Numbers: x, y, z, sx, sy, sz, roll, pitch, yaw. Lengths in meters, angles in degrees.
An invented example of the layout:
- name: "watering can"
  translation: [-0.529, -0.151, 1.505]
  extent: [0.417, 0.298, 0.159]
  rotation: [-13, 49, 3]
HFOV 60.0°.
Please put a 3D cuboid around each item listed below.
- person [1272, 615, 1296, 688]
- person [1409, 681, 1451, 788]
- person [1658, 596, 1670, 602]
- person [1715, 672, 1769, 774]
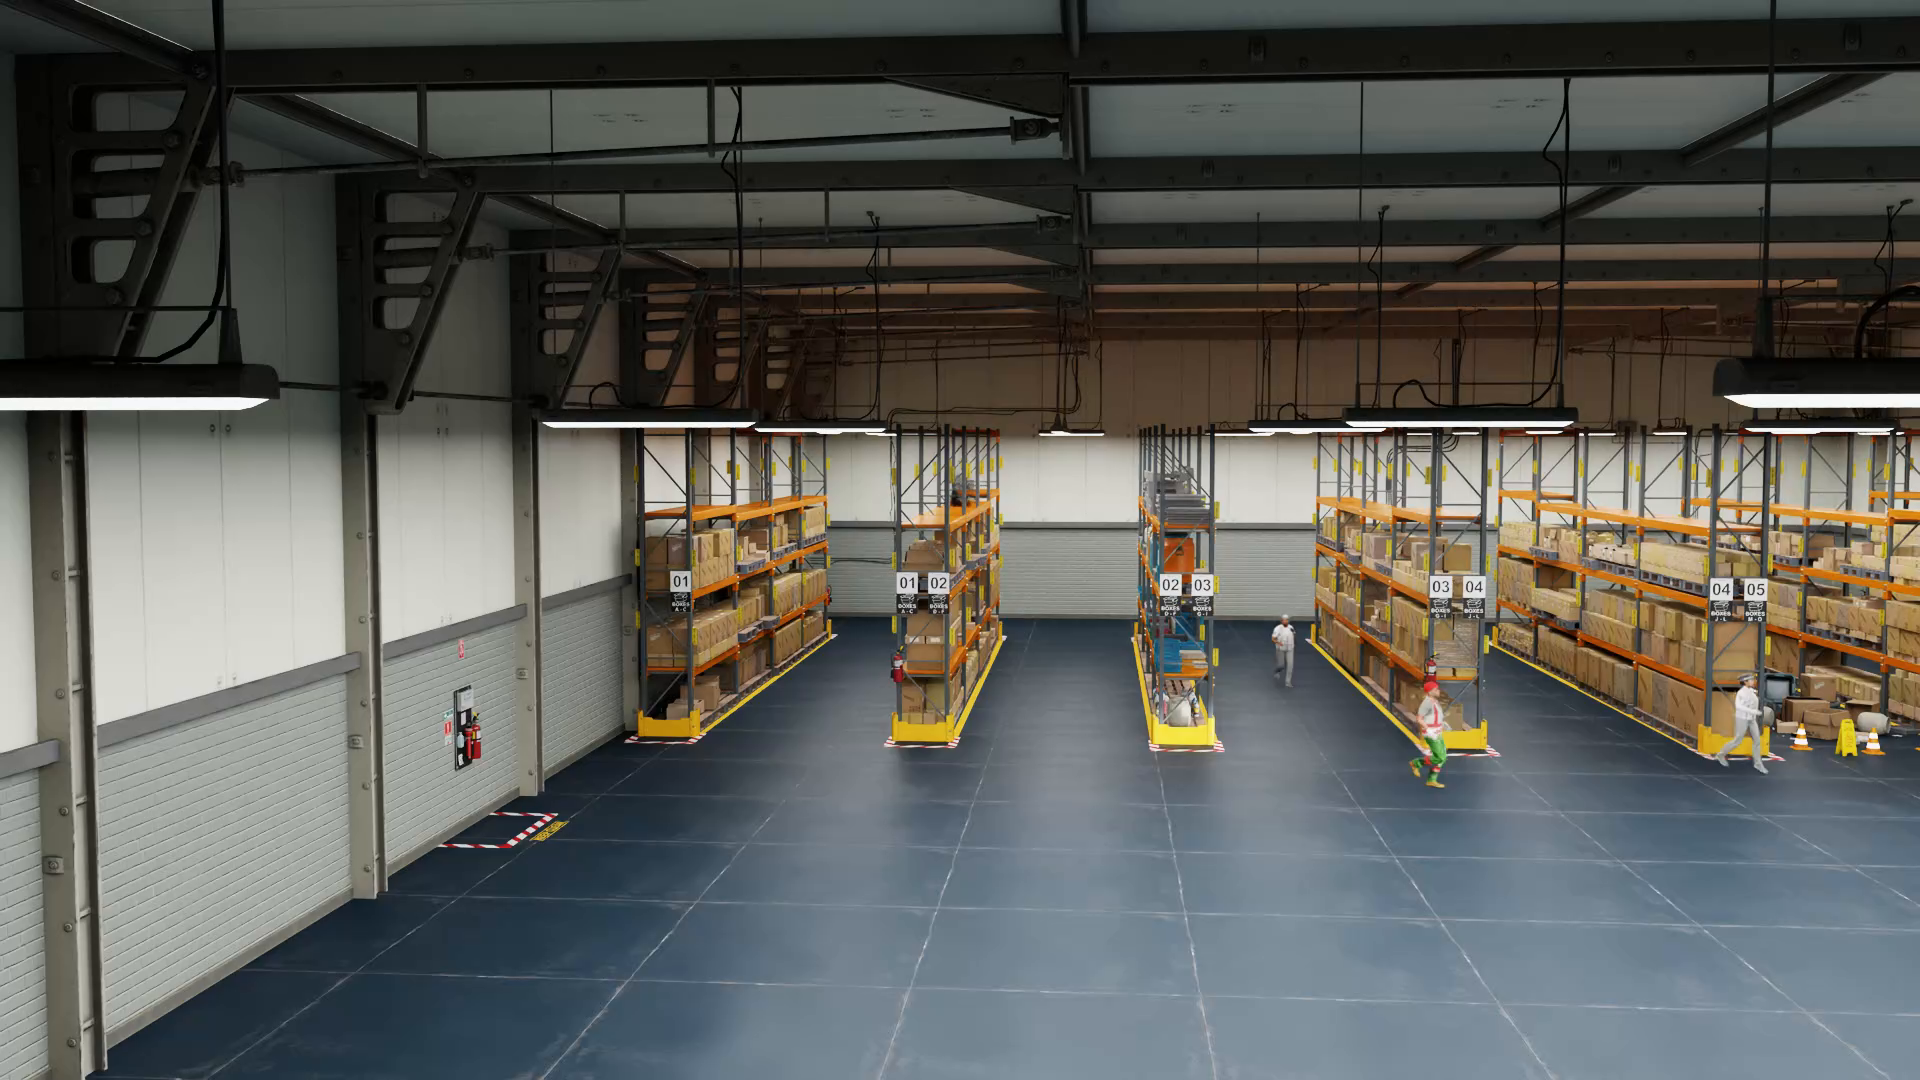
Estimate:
- name: "person"
  translation: [7.542, 2.557, 38.650]
  extent: [0.607, 1.657, 0.841]
  rotation: [0, 3, -7]
- name: "person"
  translation: [7.734, 3.193, 27.360]
  extent: [0.605, 1.743, 0.657]
  rotation: [2, 4, 32]
- name: "person"
  translation: [20.018, 2.043, 47.229]
  extent: [0.556, 1.613, 0.637]
  rotation: [1, 4, 19]
- name: "person"
  translation: [13.548, 3.125, 28.687]
  extent: [0.649, 1.712, 0.902]
  rotation: [-3, 4, -38]
